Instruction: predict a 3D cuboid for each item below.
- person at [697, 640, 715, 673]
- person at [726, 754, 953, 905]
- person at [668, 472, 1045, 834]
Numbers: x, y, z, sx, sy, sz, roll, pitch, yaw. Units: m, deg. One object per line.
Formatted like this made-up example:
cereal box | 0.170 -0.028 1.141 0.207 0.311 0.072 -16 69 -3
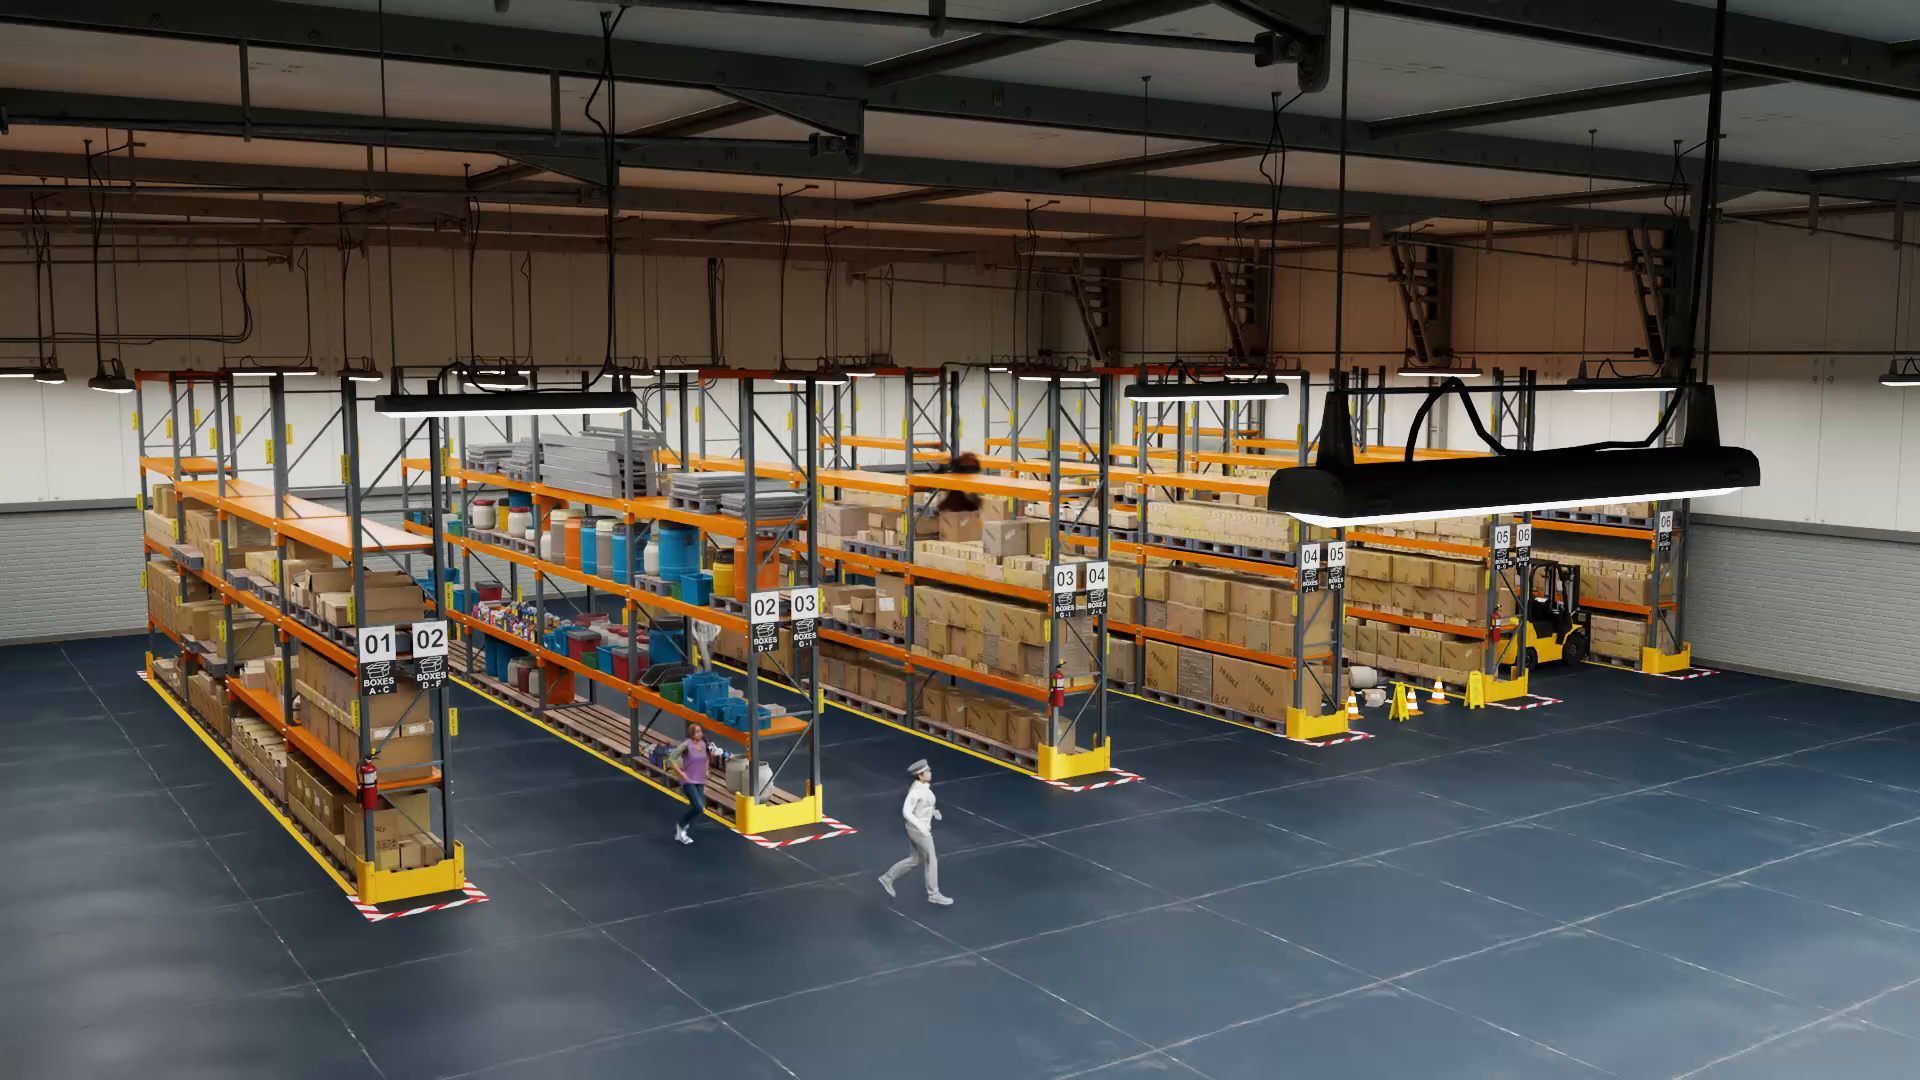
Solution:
person | -4.838 1.968 31.663 0.354 1.643 1.094 -4 8 -33
person | -1.712 3.217 21.088 3.152 1.444 4.807 0 6 -2
person | -0.691 0.942 31.593 9.057 3.451 20.177 5 8 38
